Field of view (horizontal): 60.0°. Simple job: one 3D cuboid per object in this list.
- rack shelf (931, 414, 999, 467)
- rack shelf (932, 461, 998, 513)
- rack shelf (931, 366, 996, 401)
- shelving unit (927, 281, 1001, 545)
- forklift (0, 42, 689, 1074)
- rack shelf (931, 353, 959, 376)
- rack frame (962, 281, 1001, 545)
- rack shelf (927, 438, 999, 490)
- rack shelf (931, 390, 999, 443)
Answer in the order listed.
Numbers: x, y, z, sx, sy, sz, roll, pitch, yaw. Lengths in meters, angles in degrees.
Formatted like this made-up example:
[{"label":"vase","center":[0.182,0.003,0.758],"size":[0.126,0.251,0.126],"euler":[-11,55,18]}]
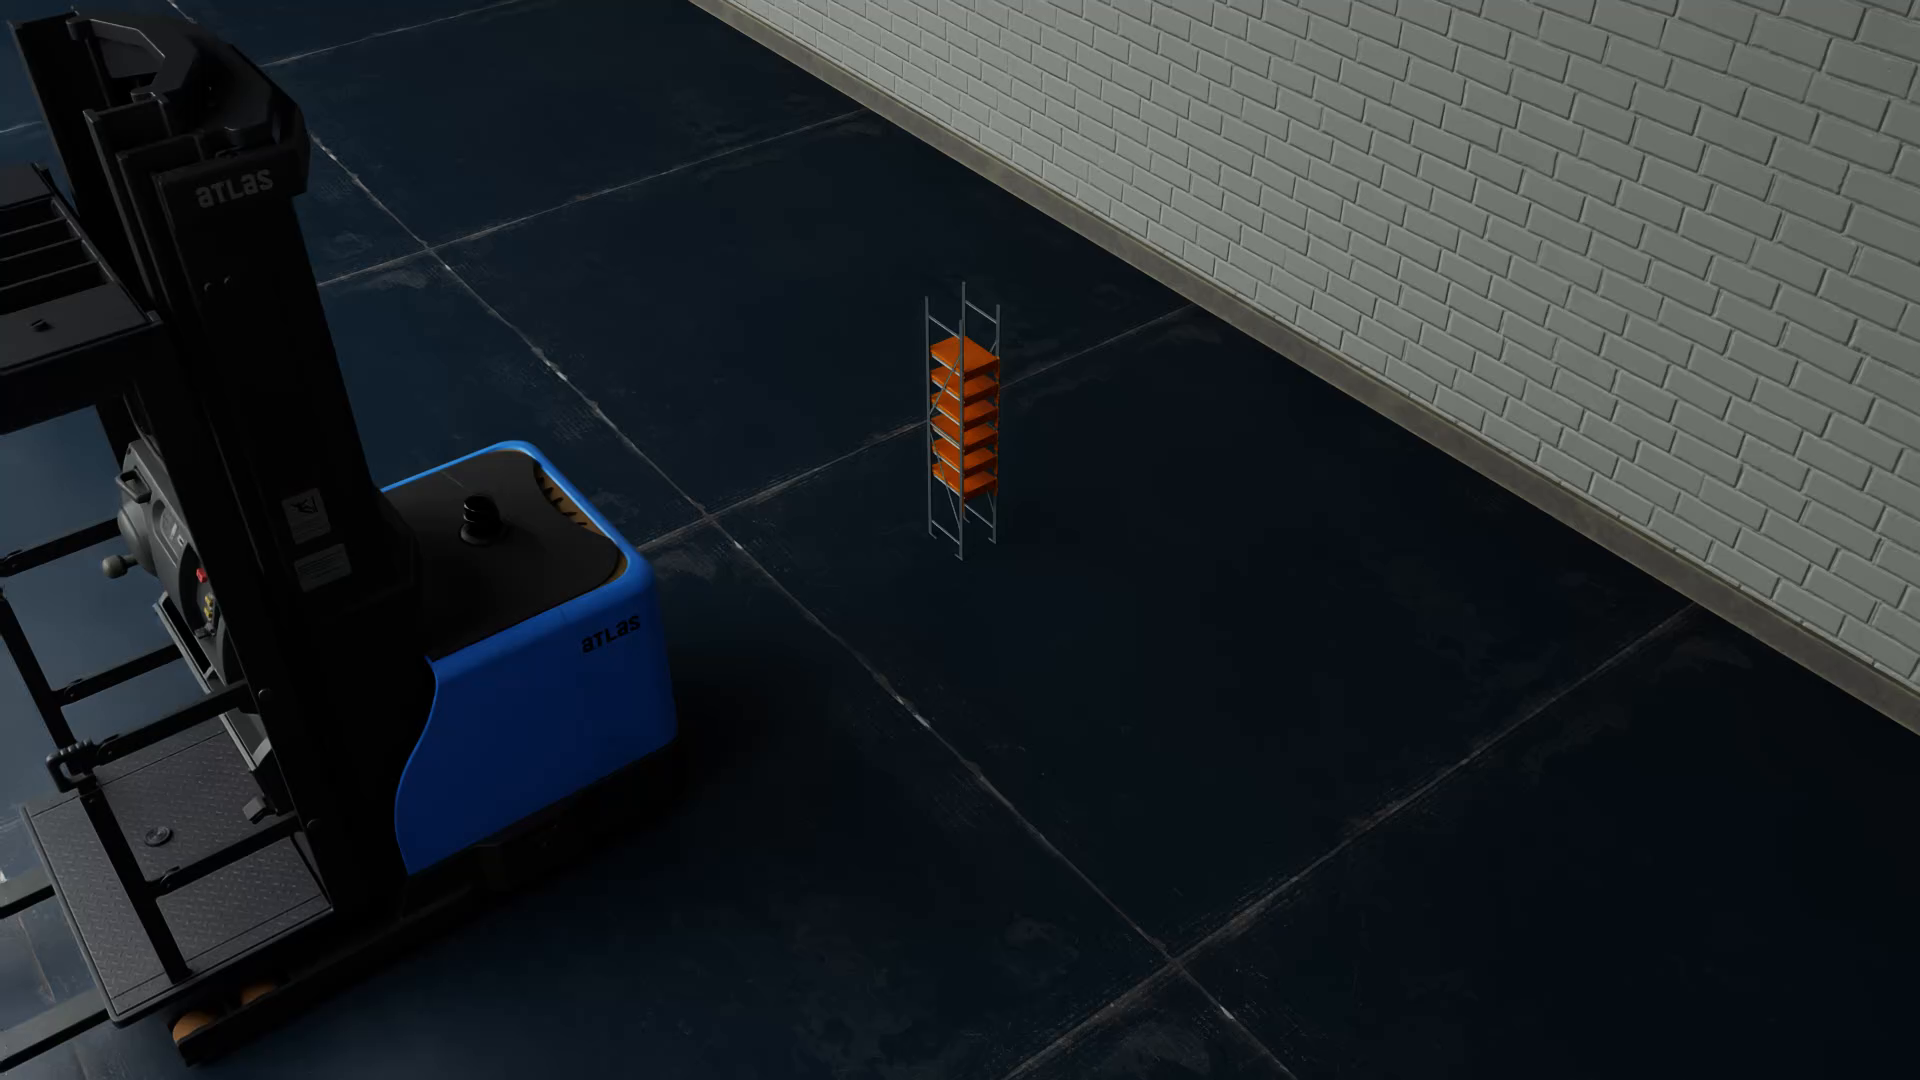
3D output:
[{"label":"rack shelf","center":[0.011,-0.435,6.904],"size":[0.180,0.103,0.258],"euler":[-26,46,-28]},{"label":"rack shelf","center":[0.011,-0.250,7.057],"size":[0.180,0.103,0.258],"euler":[-26,46,-28]},{"label":"rack shelf","center":[0.011,-0.642,6.735],"size":[0.171,0.034,0.221],"euler":[-26,46,-28]},{"label":"shelving unit","center":[0.013,-0.470,6.877],"size":[0.184,1.200,0.258],"euler":[-26,46,-28]},{"label":"forklift","center":[-2.467,0.175,4.831],"size":[3.031,2.797,1.129],"euler":[-26,46,-28]},{"label":"rack shelf","center":[0.011,-0.729,6.664],"size":[0.166,0.020,0.199],"euler":[-26,46,-28]},{"label":"rack frame","center":[0.084,-0.505,6.919],"size":[0.006,1.200,0.240],"euler":[-26,46,-28]},{"label":"rack shelf","center":[0.011,-0.342,6.981],"size":[0.180,0.103,0.258],"euler":[-26,46,-28]},{"label":"rack shelf","center":[0.011,-0.528,6.828],"size":[0.180,0.103,0.258],"euler":[-26,46,-28]}]
